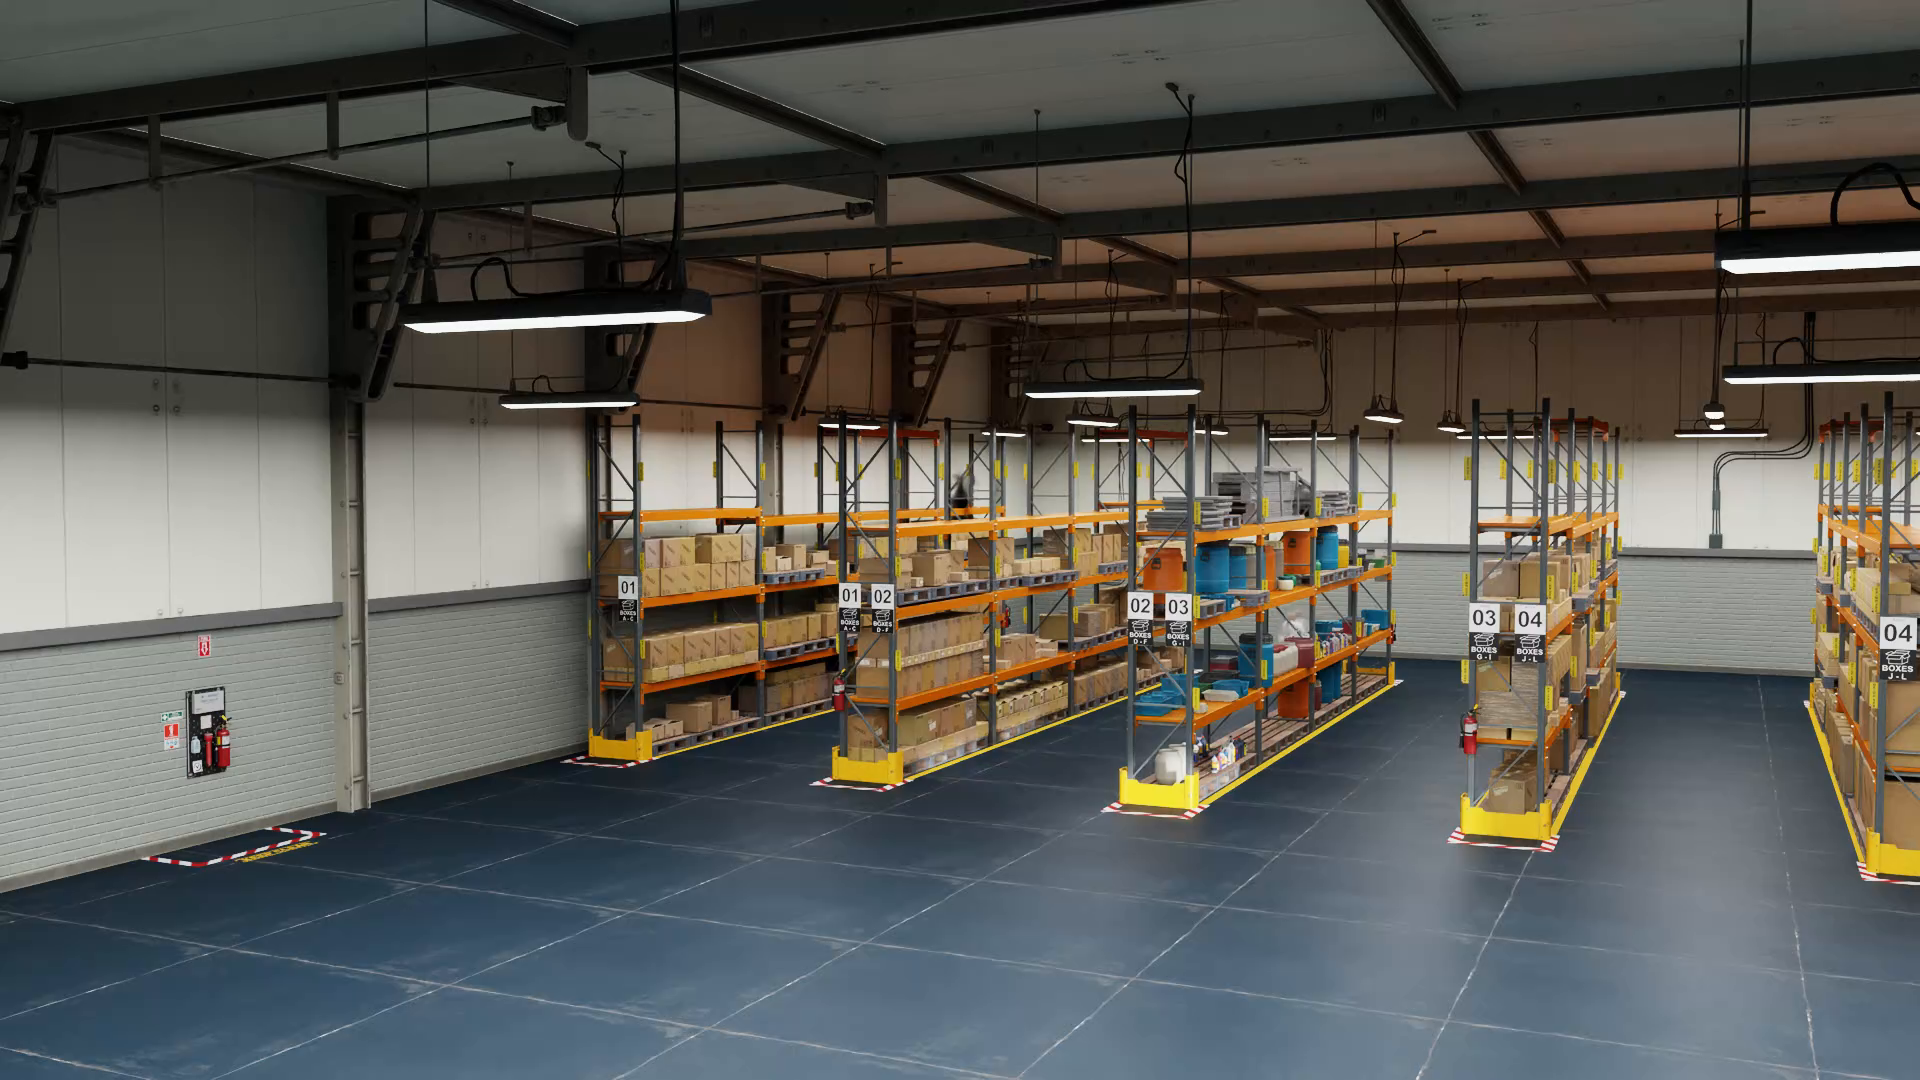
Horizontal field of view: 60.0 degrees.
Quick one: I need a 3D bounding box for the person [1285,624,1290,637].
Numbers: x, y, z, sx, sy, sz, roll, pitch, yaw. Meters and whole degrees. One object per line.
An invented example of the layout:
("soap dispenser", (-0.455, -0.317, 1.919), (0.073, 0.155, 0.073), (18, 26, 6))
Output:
("person", (7.644, 2.660, 39.290), (0.628, 1.486, 0.656), (2, 3, 39))
